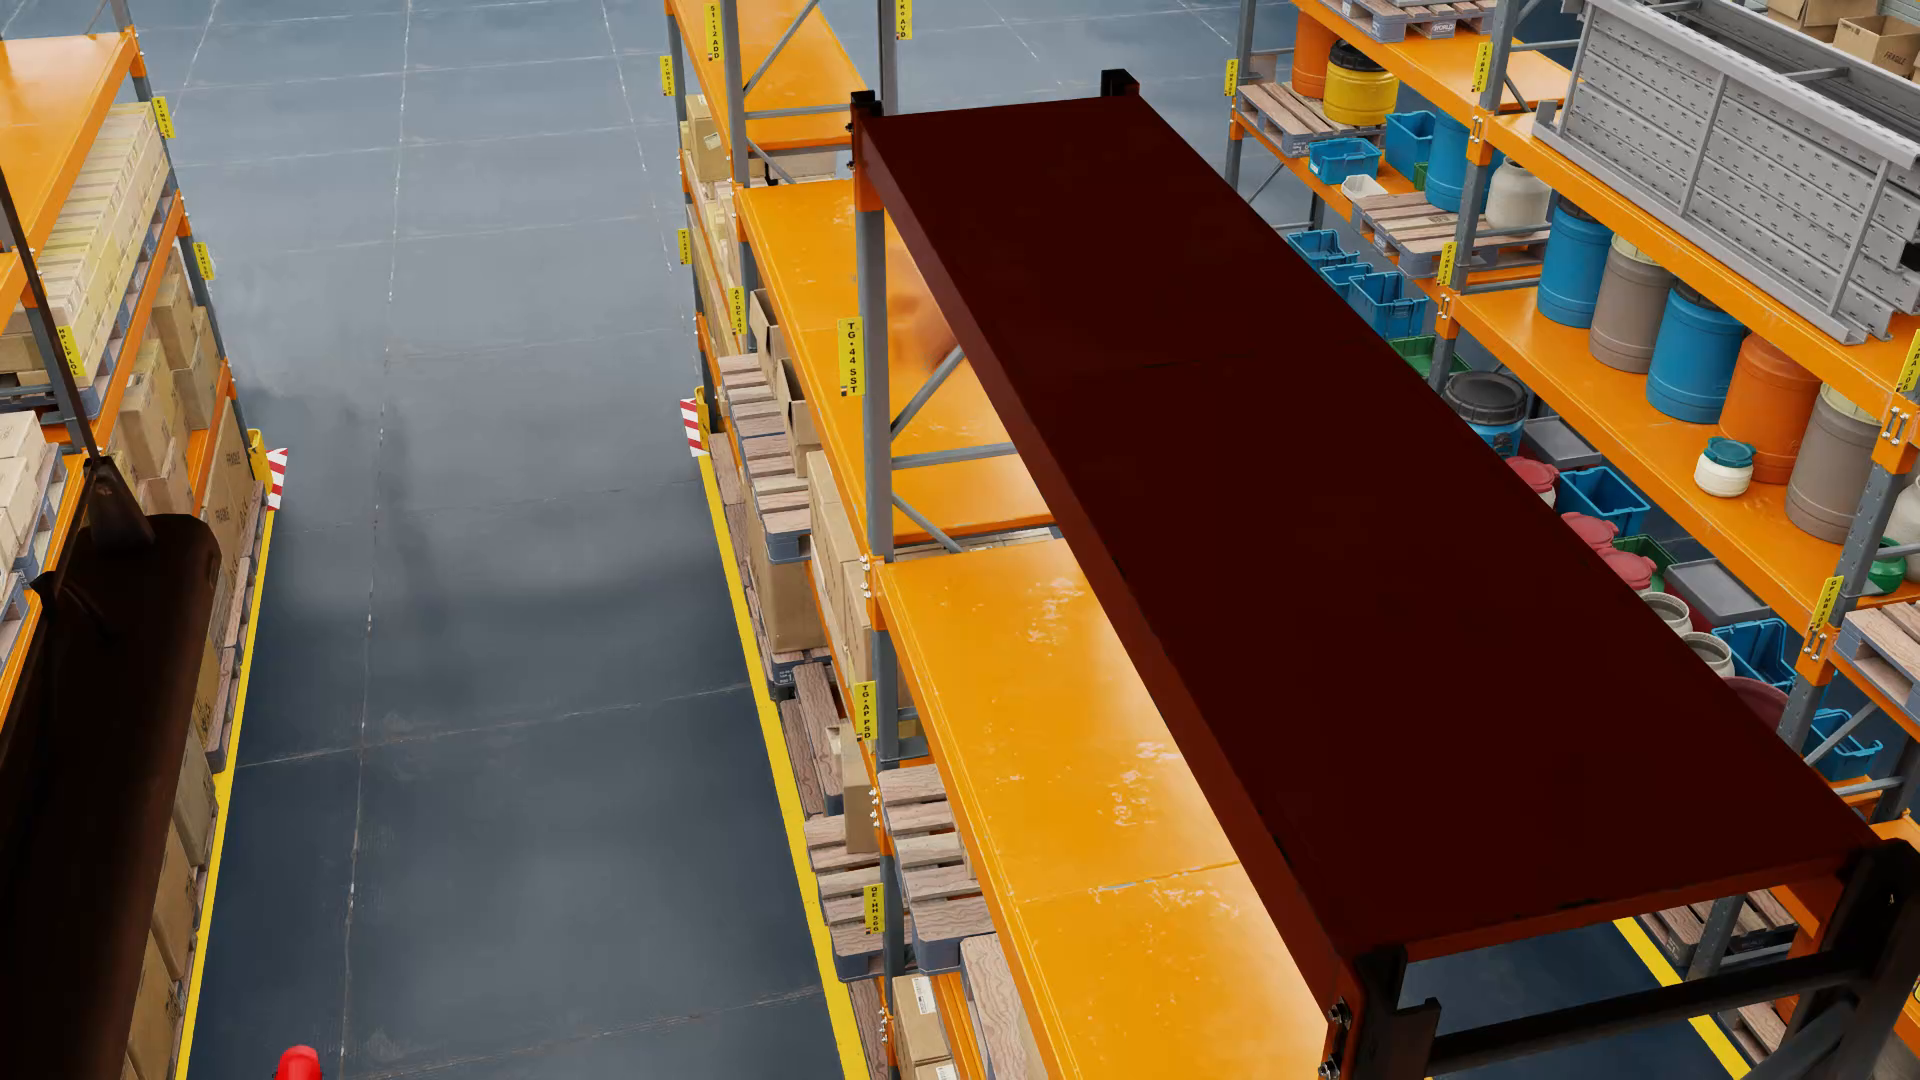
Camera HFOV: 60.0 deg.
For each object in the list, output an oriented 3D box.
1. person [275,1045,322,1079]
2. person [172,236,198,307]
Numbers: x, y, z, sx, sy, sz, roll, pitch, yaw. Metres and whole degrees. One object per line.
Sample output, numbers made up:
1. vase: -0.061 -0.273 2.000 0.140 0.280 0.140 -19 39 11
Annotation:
1. person: -3.007 3.160 7.952 0.646 1.738 0.711 -9 36 -13
2. person: -7.637 -2.401 16.144 0.703 1.750 0.623 22 40 29
